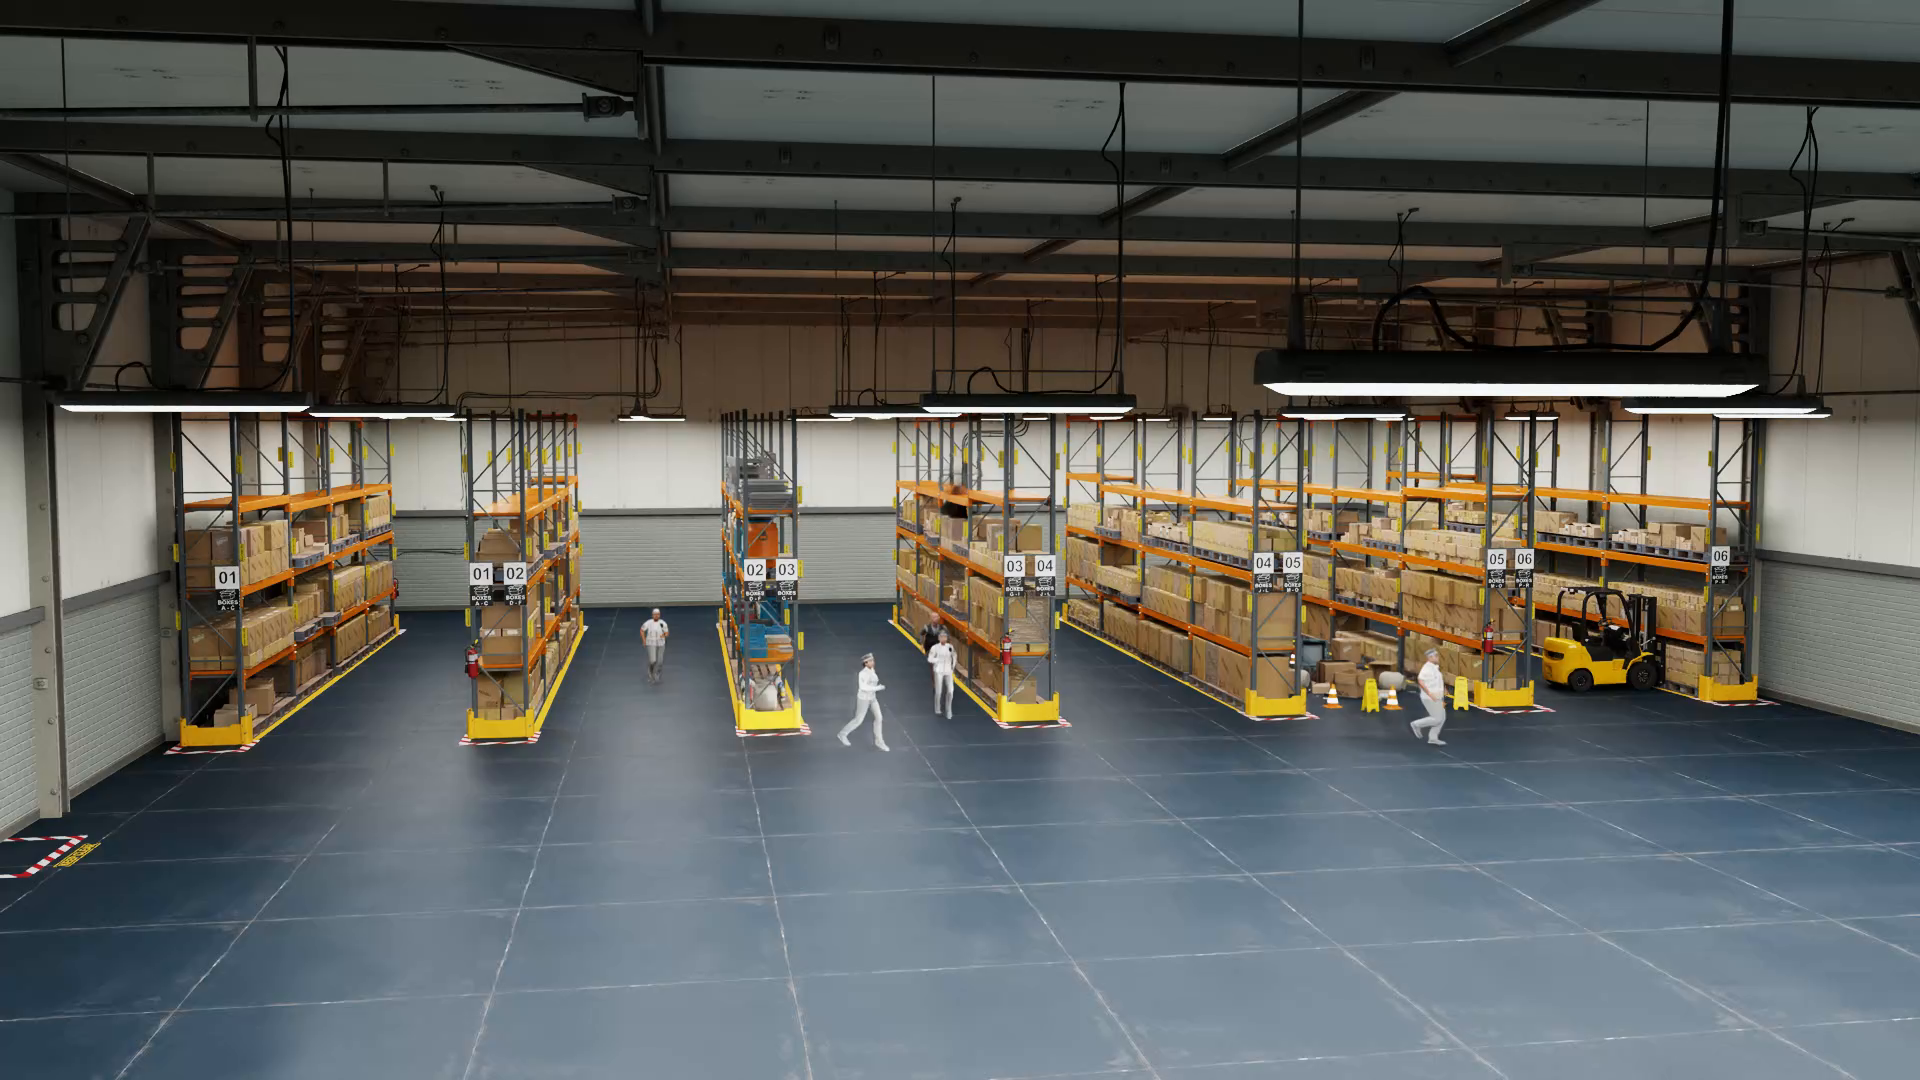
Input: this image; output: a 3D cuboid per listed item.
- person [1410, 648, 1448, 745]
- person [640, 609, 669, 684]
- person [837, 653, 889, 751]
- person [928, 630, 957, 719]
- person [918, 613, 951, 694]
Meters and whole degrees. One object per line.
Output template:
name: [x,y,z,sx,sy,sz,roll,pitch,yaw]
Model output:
person: [8.389,2.782,29.685,0.619,1.736,0.679,2,5,28]
person: [-6.691,2.350,36.591,0.578,1.650,0.644,-2,4,-23]
person: [-1.685,2.835,29.265,0.913,1.733,0.620,2,4,24]
person: [-0.327,2.626,32.452,0.612,1.765,0.638,-1,4,-10]
person: [-0.528,2.384,35.204,0.656,1.706,0.924,-1,4,-12]
